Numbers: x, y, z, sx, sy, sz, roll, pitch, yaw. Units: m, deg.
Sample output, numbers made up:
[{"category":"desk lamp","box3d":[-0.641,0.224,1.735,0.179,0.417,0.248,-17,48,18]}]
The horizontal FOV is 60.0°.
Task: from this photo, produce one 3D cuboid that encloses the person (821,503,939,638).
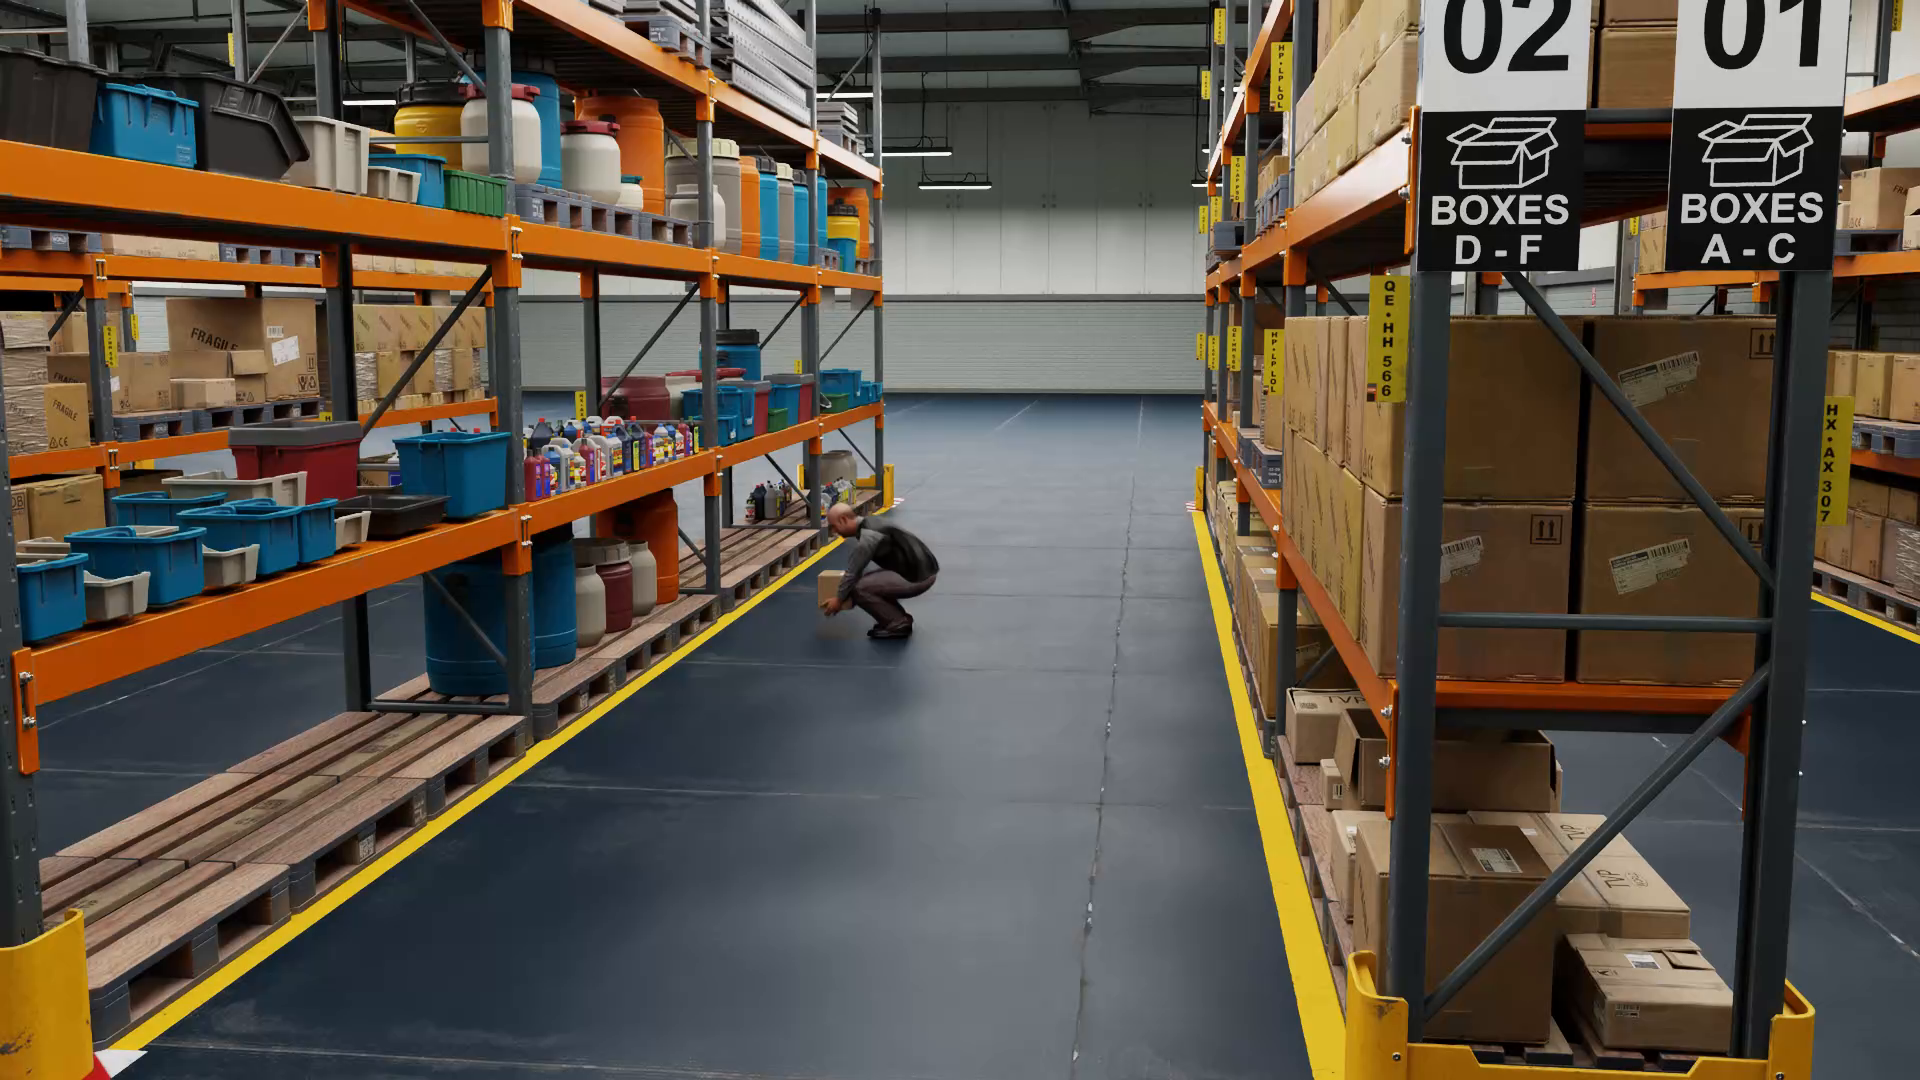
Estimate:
[{"category":"person","box3d":[-0.580,0.214,12.136,0.843,0.984,0.515,1,8,5]}]
